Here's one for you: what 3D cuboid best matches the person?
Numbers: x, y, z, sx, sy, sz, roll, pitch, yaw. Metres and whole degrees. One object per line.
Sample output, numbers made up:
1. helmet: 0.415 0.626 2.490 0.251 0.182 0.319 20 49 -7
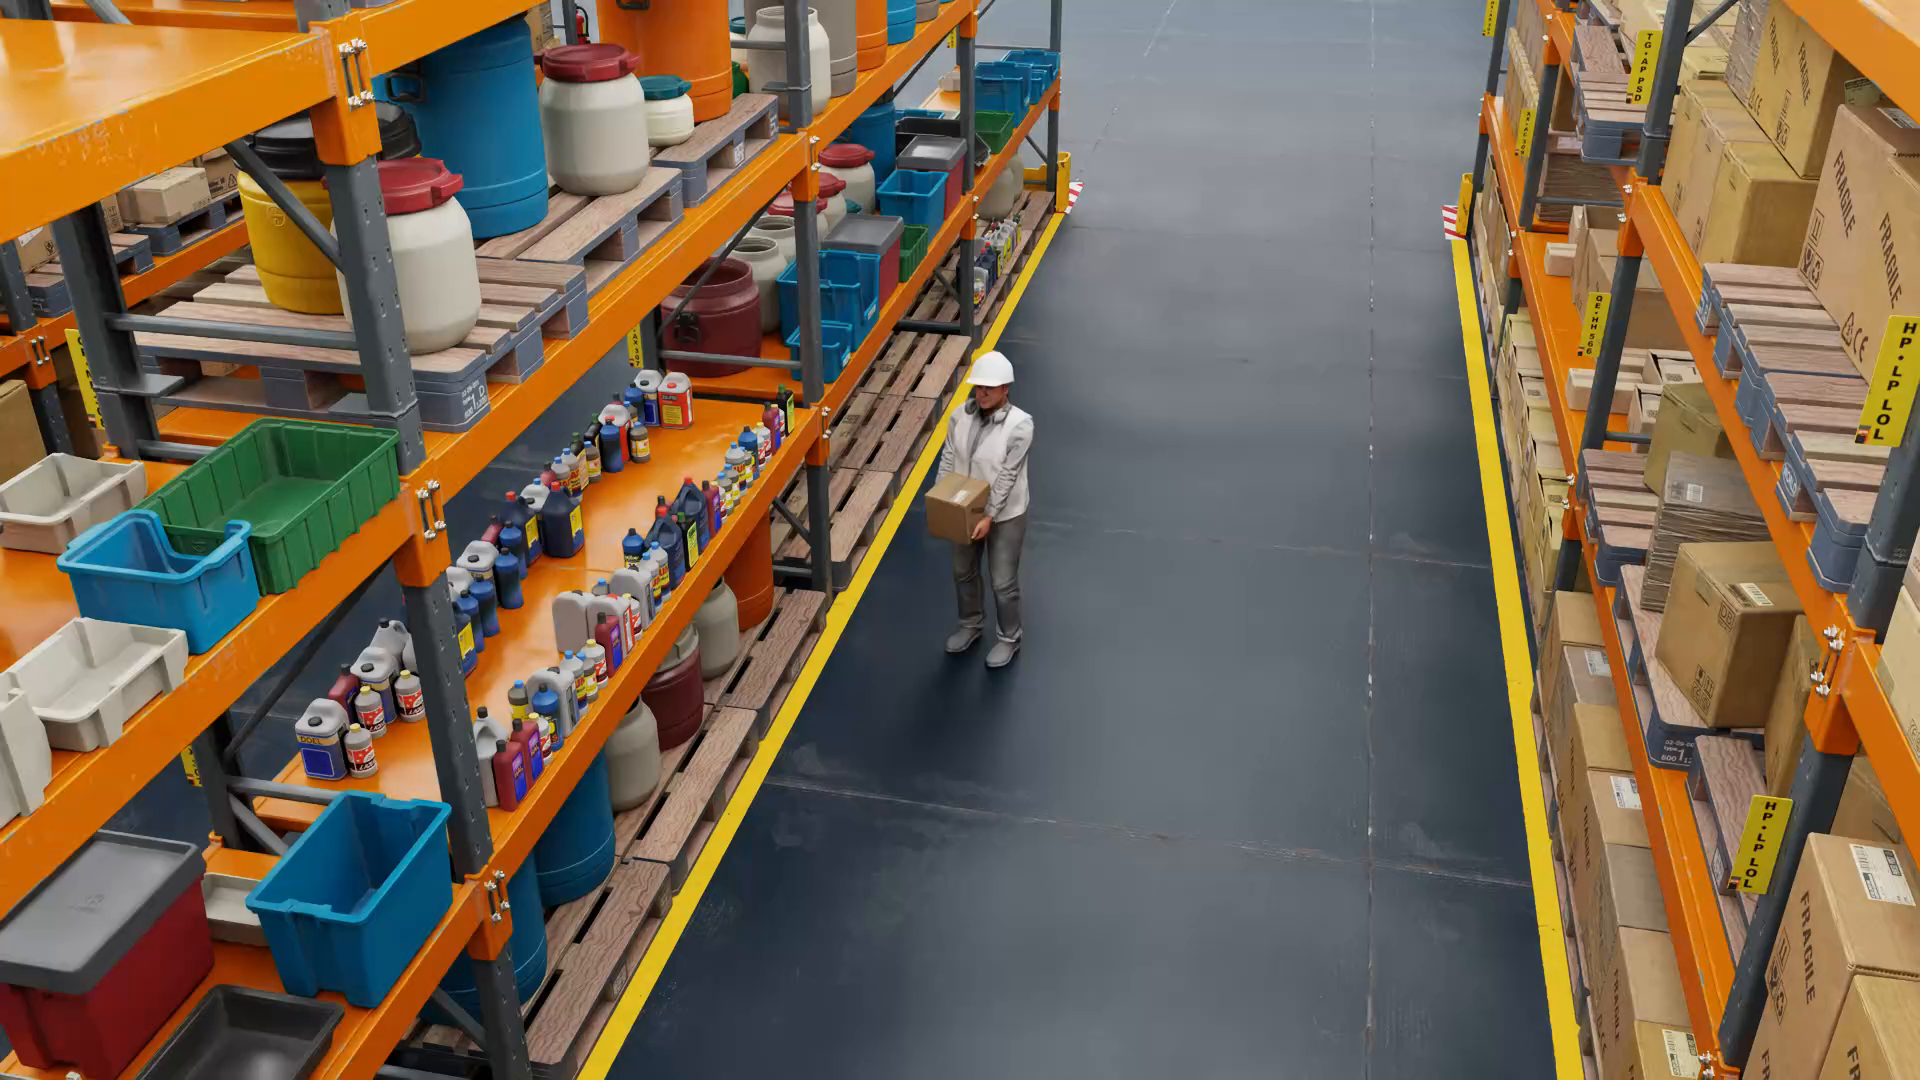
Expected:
1. person: 0.113 -0.136 8.849 0.495 1.772 0.553 17 33 29
